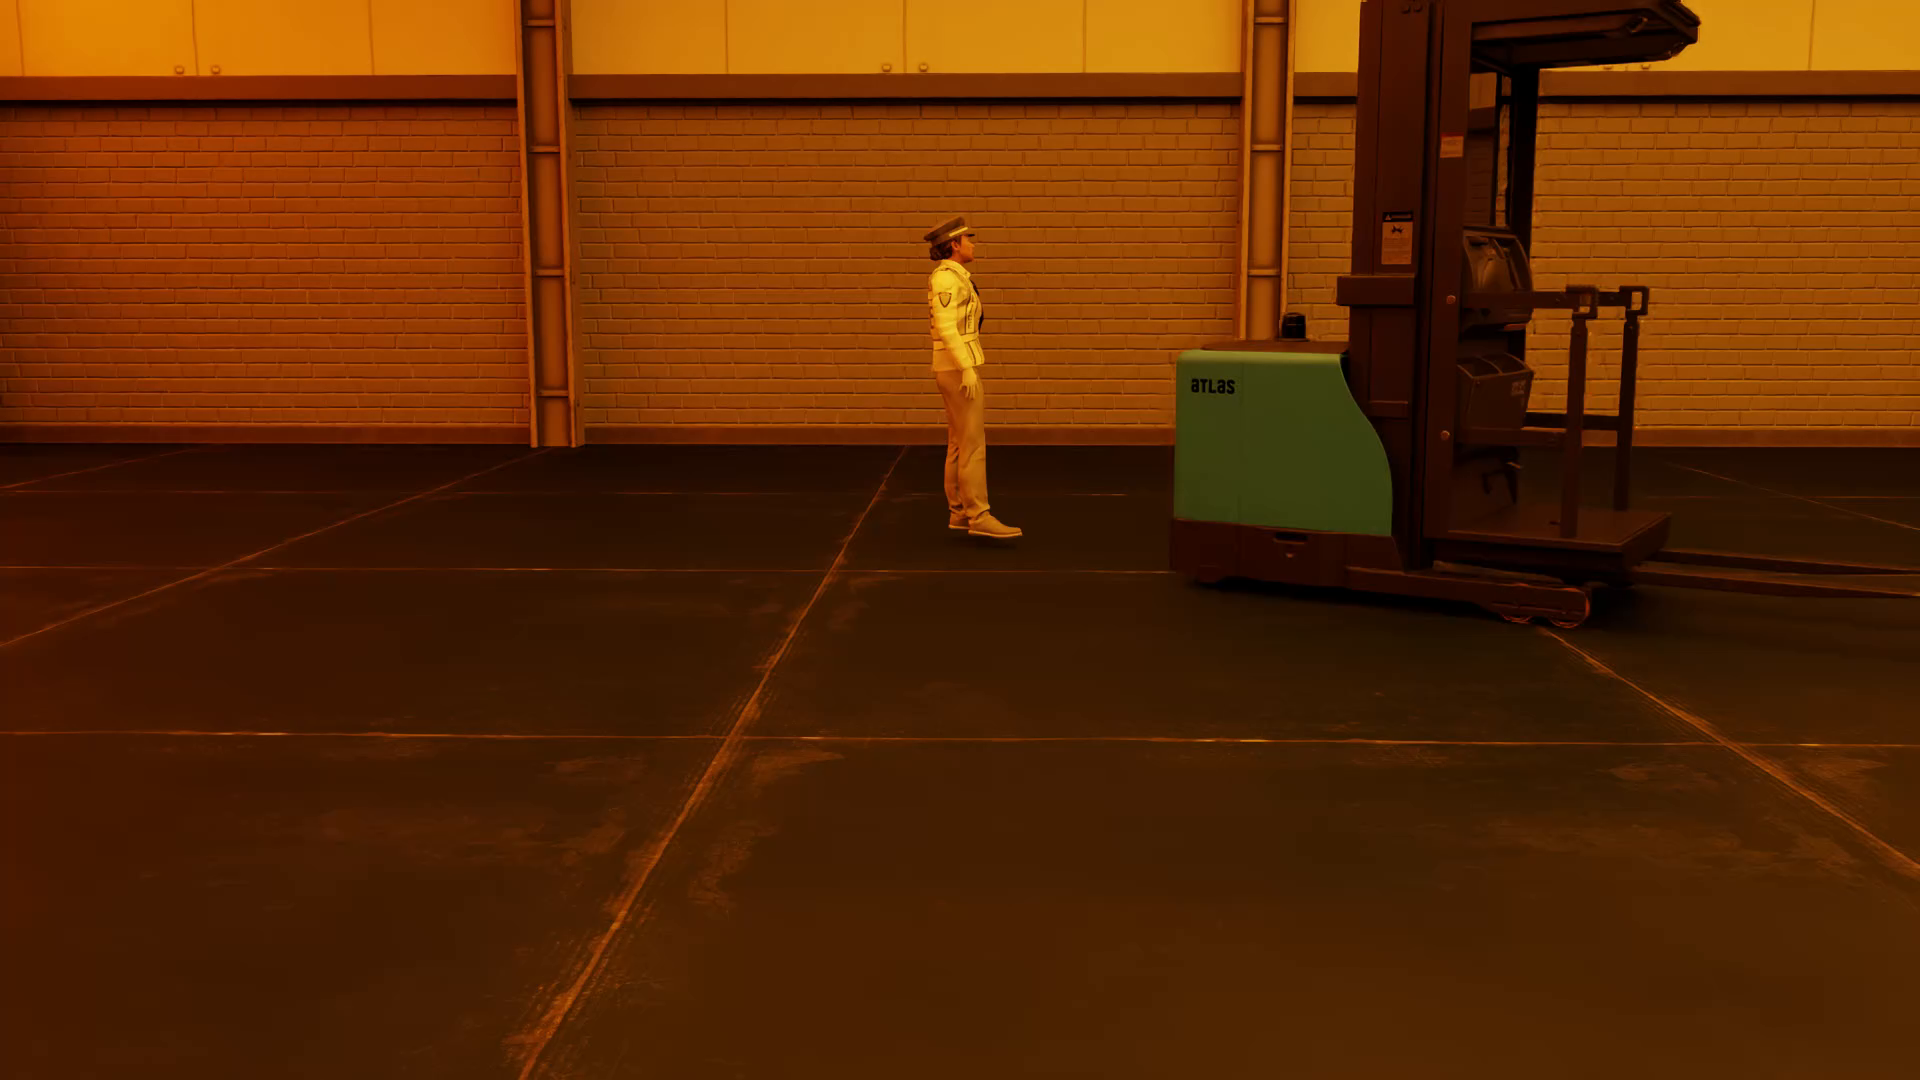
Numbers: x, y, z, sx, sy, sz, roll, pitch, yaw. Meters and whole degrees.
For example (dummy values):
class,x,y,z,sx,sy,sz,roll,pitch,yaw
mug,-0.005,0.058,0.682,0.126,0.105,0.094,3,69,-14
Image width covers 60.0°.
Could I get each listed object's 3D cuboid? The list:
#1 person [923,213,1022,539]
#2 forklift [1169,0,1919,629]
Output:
class,x,y,z,sx,sy,sz,roll,pitch,yaw
person,0.068,-0.883,8.858,0.531,1.694,0.586,0,9,1
forklift,2.481,-1.184,7.047,3.031,2.935,1.130,6,10,32
